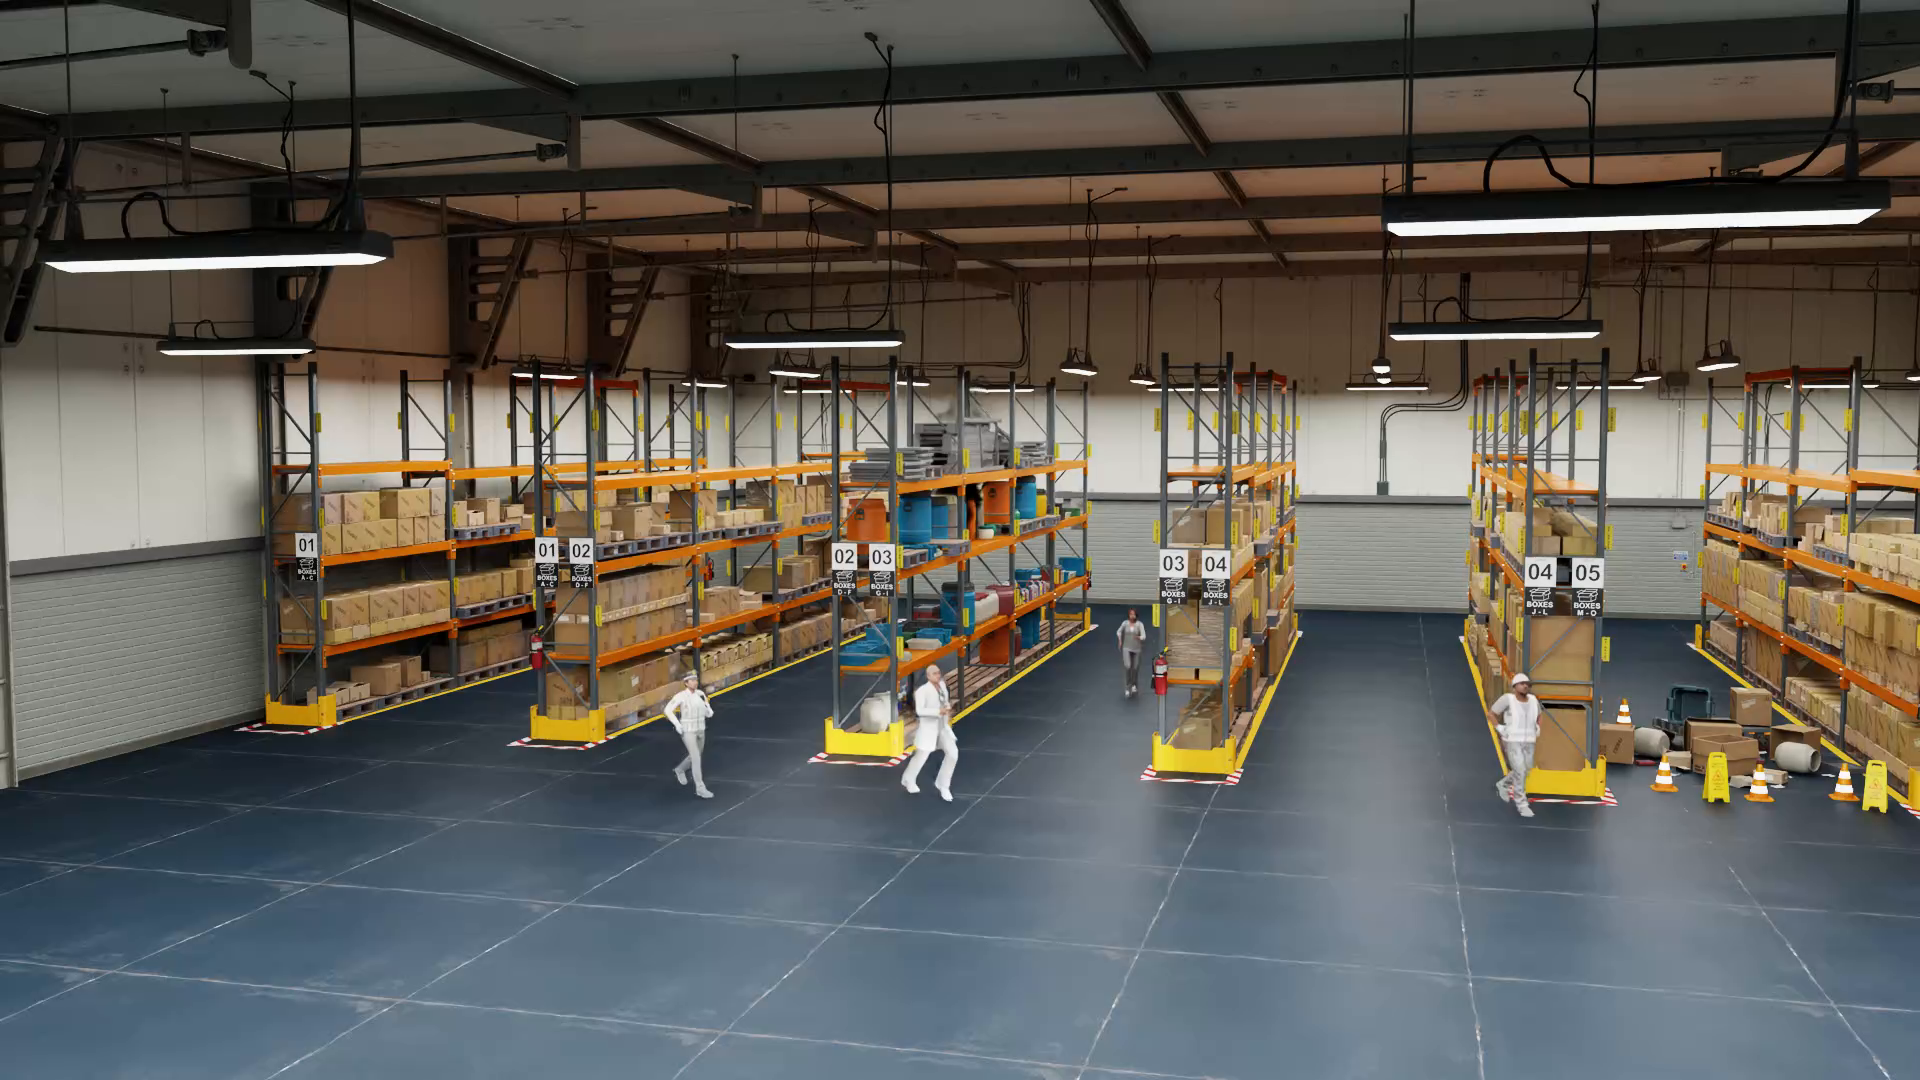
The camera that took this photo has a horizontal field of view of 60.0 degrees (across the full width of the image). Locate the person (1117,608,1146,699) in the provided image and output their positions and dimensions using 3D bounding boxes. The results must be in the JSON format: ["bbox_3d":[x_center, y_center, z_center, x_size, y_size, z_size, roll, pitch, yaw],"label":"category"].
[{"bbox_3d":[3.138,2.066,30.399,0.503,1.640,0.710,0,4,2],"label":"person"}]

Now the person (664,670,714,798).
[{"bbox_3d":[-3.639,2.568,22.381,0.832,1.672,0.618,4,6,43],"label":"person"}]

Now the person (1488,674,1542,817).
[{"bbox_3d":[7.220,2.619,21.485,0.734,1.796,0.828,-1,4,-12],"label":"person"}]

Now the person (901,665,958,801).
[{"bbox_3d":[-0.361,2.561,22.171,0.734,1.824,0.973,-3,5,-40],"label":"person"}]
